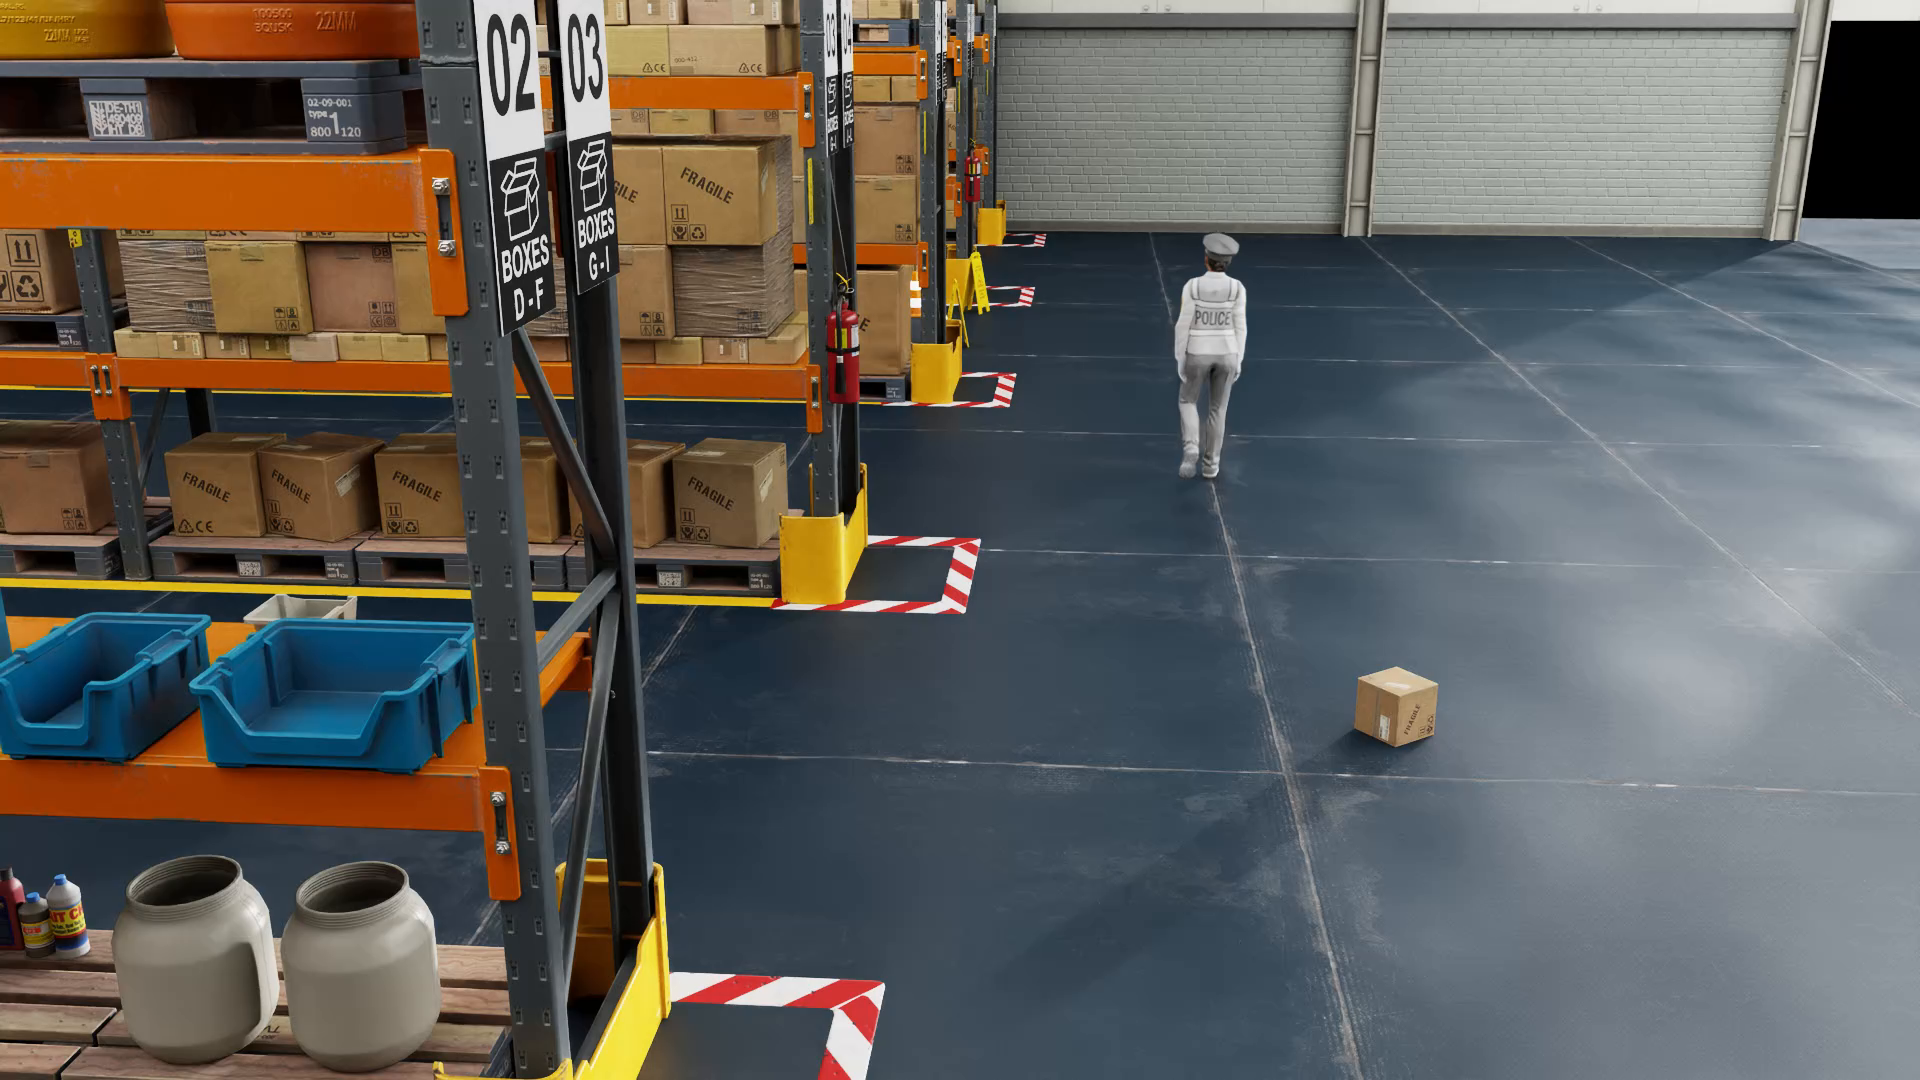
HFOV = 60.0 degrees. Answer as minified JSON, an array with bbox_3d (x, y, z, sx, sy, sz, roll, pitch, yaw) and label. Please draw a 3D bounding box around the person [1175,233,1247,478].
[{"bbox_3d":[1.697,-1.236,11.321,0.483,1.678,0.479,2,18,6],"label":"person"}]
